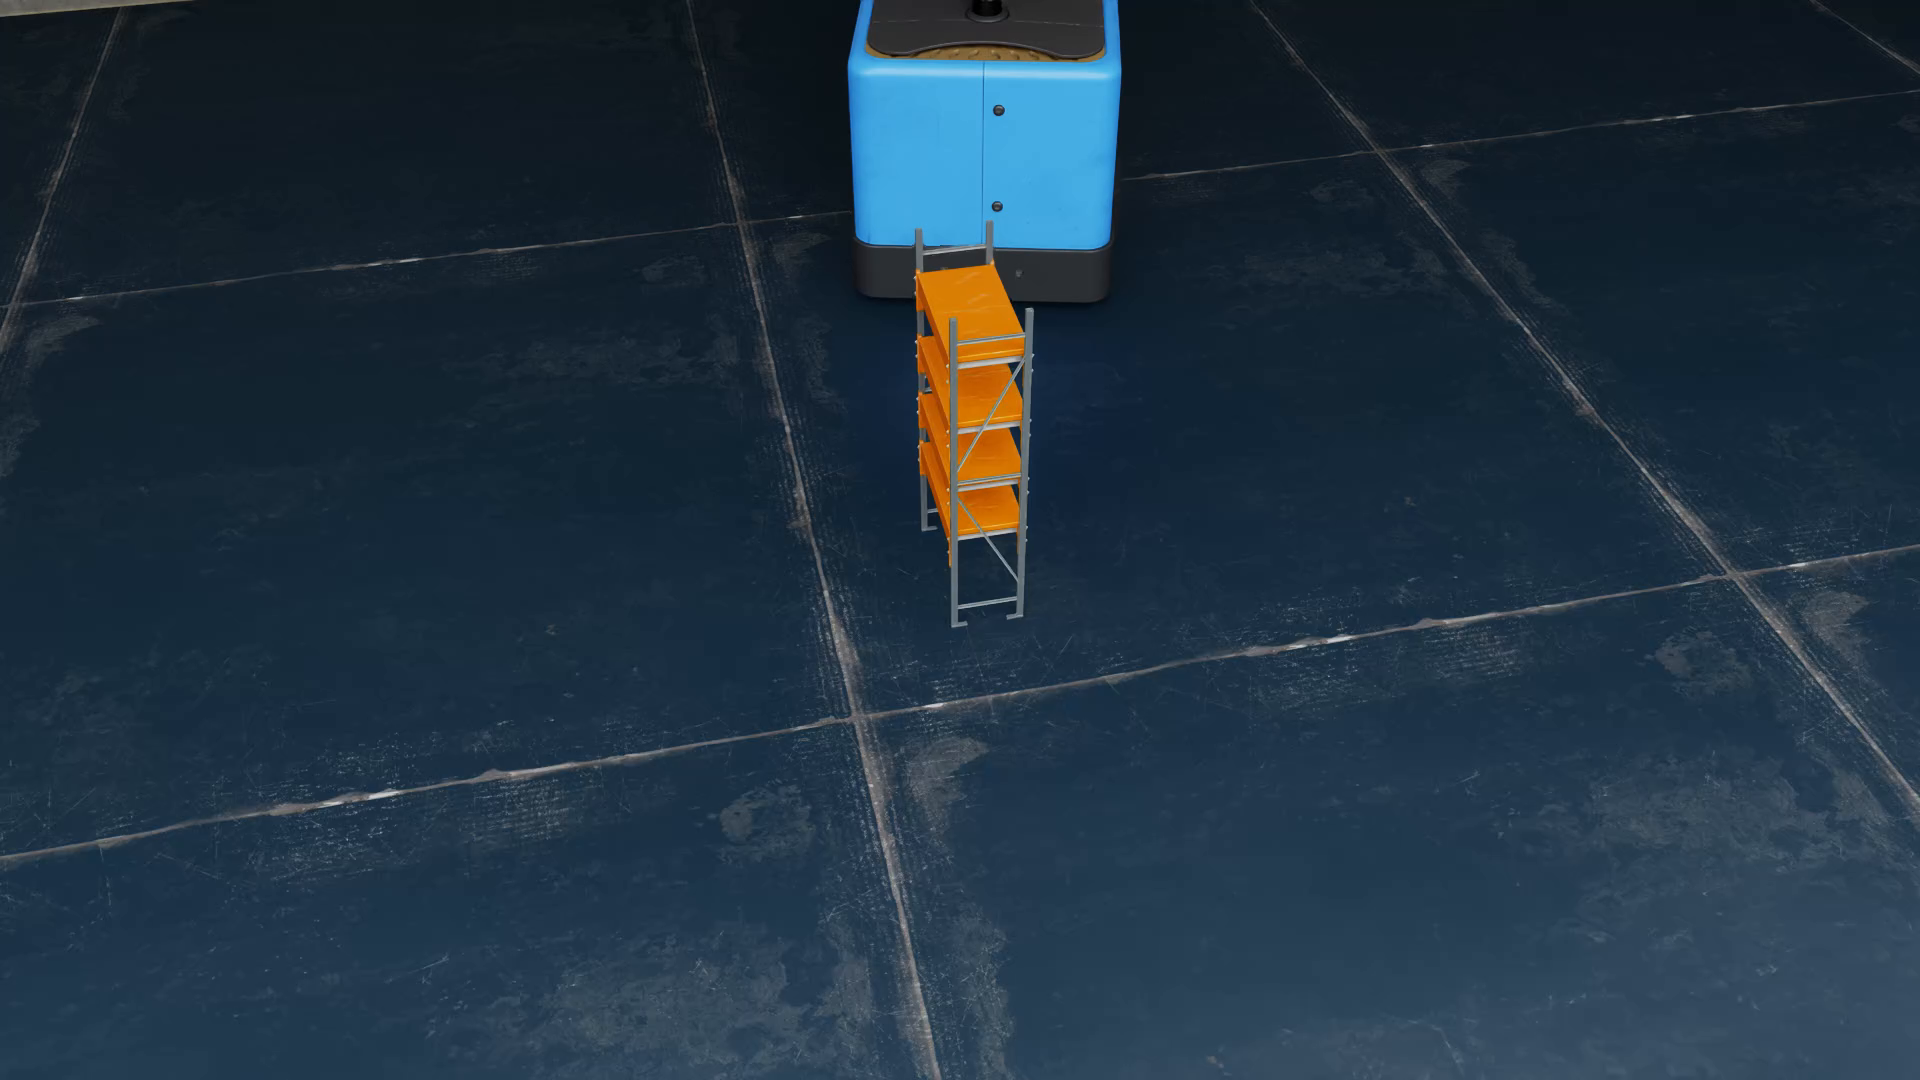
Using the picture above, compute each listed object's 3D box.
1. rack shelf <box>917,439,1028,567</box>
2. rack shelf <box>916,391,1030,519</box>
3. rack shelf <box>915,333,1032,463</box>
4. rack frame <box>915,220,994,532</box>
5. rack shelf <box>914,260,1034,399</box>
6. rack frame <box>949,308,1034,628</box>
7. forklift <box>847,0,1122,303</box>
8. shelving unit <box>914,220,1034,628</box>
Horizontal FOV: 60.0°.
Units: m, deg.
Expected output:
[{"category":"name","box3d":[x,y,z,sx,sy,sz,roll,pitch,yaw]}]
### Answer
[{"category":"rack shelf","box3d":[0.036,-0.143,5.407,0.258,0.148,0.480,-8,42,-9]},{"category":"rack shelf","box3d":[0.036,-0.291,5.275,0.258,0.148,0.480,-8,42,-9]},{"category":"rack shelf","box3d":[0.036,-0.458,5.127,0.258,0.148,0.480,-8,42,-9]},{"category":"rack frame","box3d":[-0.017,-0.500,5.409,0.240,1.200,0.015,-8,42,-9]},{"category":"rack shelf","box3d":[0.036,-0.635,4.970,0.258,0.148,0.480,-8,42,-9]},{"category":"rack frame","box3d":[0.088,-0.183,5.053,0.240,1.200,0.015,-8,42,-9]},{"category":"forklift","box3d":[0.153,-3.017,6.941,1.130,2.935,3.031,2,42,2]},{"category":"shelving unit","box3d":[0.036,-0.341,5.231,0.258,1.200,0.503,-8,42,-9]}]
